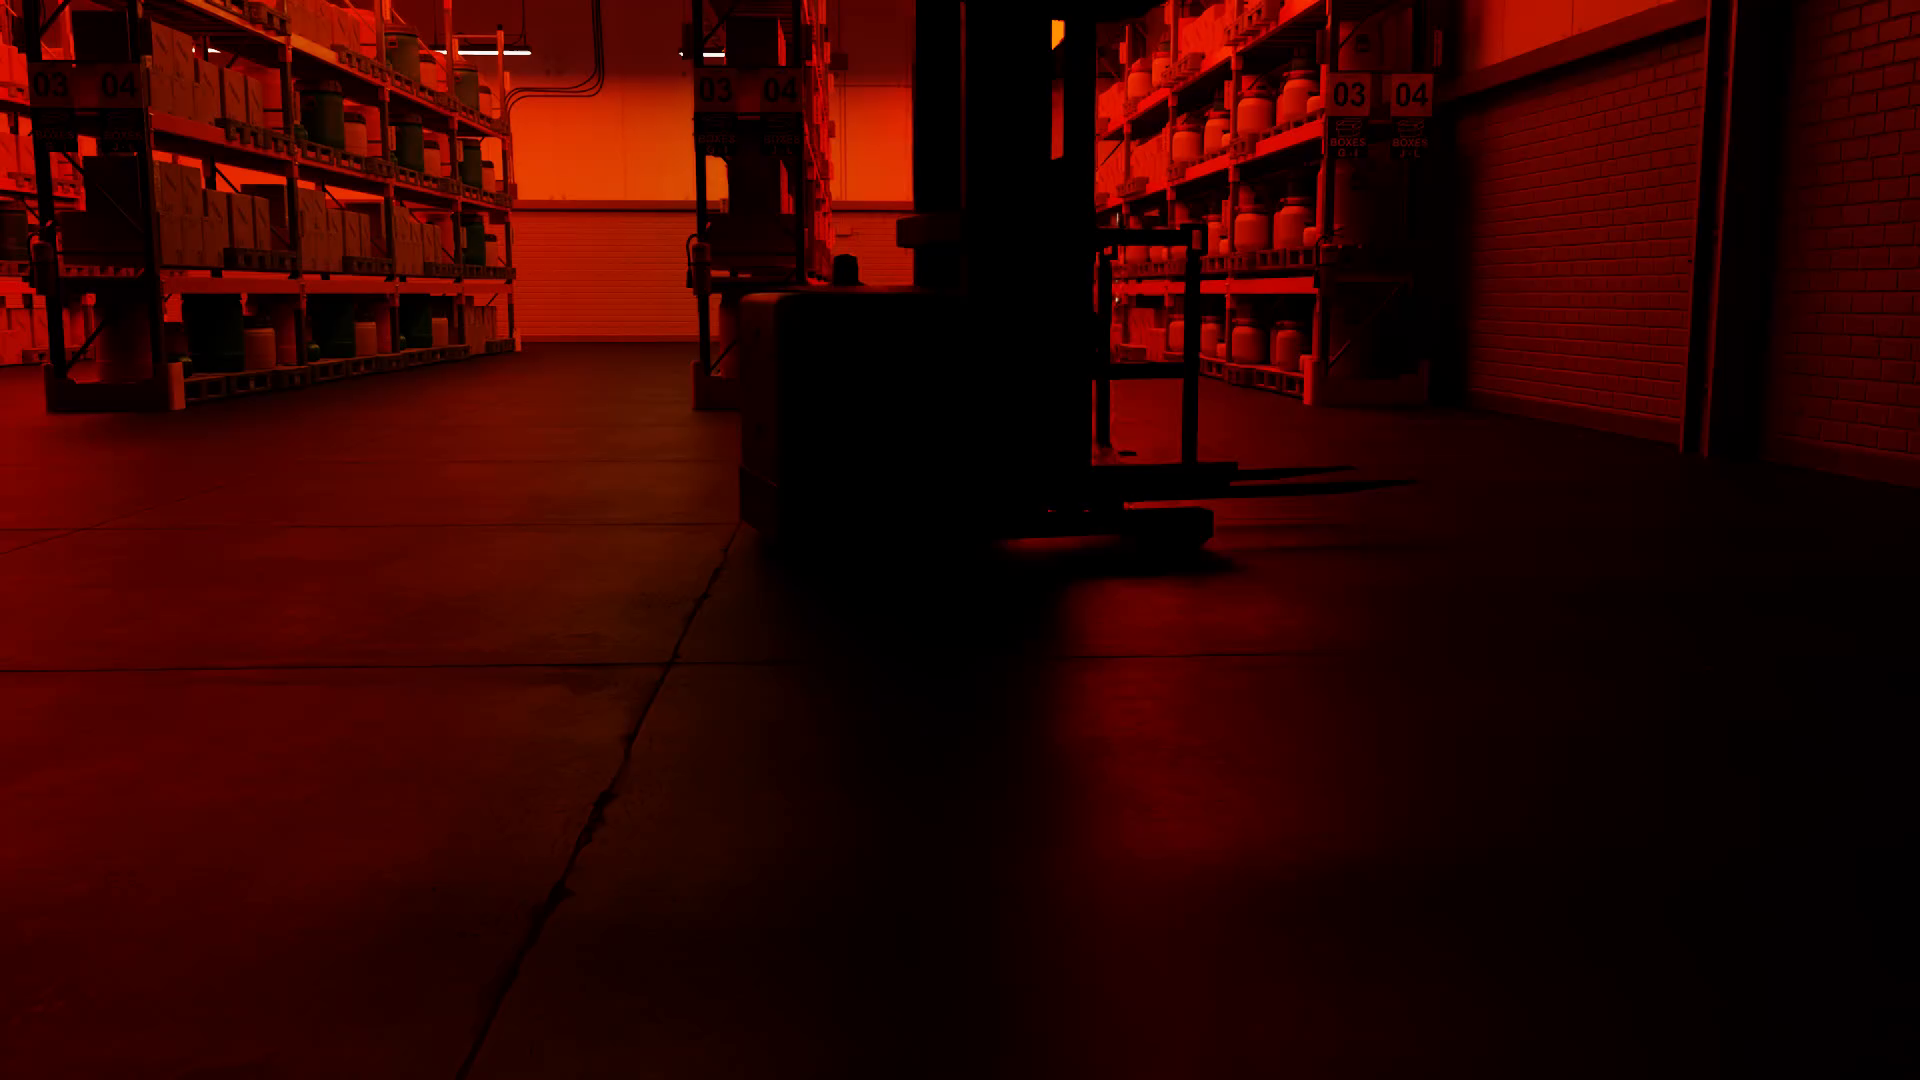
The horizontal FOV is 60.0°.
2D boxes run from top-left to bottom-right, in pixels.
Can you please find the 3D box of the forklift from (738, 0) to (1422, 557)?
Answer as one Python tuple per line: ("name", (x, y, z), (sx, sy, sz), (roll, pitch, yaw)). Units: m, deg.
("forklift", (0.580, -1.484, 7.325), (3.031, 2.935, 1.130), (-3, 9, -17))
